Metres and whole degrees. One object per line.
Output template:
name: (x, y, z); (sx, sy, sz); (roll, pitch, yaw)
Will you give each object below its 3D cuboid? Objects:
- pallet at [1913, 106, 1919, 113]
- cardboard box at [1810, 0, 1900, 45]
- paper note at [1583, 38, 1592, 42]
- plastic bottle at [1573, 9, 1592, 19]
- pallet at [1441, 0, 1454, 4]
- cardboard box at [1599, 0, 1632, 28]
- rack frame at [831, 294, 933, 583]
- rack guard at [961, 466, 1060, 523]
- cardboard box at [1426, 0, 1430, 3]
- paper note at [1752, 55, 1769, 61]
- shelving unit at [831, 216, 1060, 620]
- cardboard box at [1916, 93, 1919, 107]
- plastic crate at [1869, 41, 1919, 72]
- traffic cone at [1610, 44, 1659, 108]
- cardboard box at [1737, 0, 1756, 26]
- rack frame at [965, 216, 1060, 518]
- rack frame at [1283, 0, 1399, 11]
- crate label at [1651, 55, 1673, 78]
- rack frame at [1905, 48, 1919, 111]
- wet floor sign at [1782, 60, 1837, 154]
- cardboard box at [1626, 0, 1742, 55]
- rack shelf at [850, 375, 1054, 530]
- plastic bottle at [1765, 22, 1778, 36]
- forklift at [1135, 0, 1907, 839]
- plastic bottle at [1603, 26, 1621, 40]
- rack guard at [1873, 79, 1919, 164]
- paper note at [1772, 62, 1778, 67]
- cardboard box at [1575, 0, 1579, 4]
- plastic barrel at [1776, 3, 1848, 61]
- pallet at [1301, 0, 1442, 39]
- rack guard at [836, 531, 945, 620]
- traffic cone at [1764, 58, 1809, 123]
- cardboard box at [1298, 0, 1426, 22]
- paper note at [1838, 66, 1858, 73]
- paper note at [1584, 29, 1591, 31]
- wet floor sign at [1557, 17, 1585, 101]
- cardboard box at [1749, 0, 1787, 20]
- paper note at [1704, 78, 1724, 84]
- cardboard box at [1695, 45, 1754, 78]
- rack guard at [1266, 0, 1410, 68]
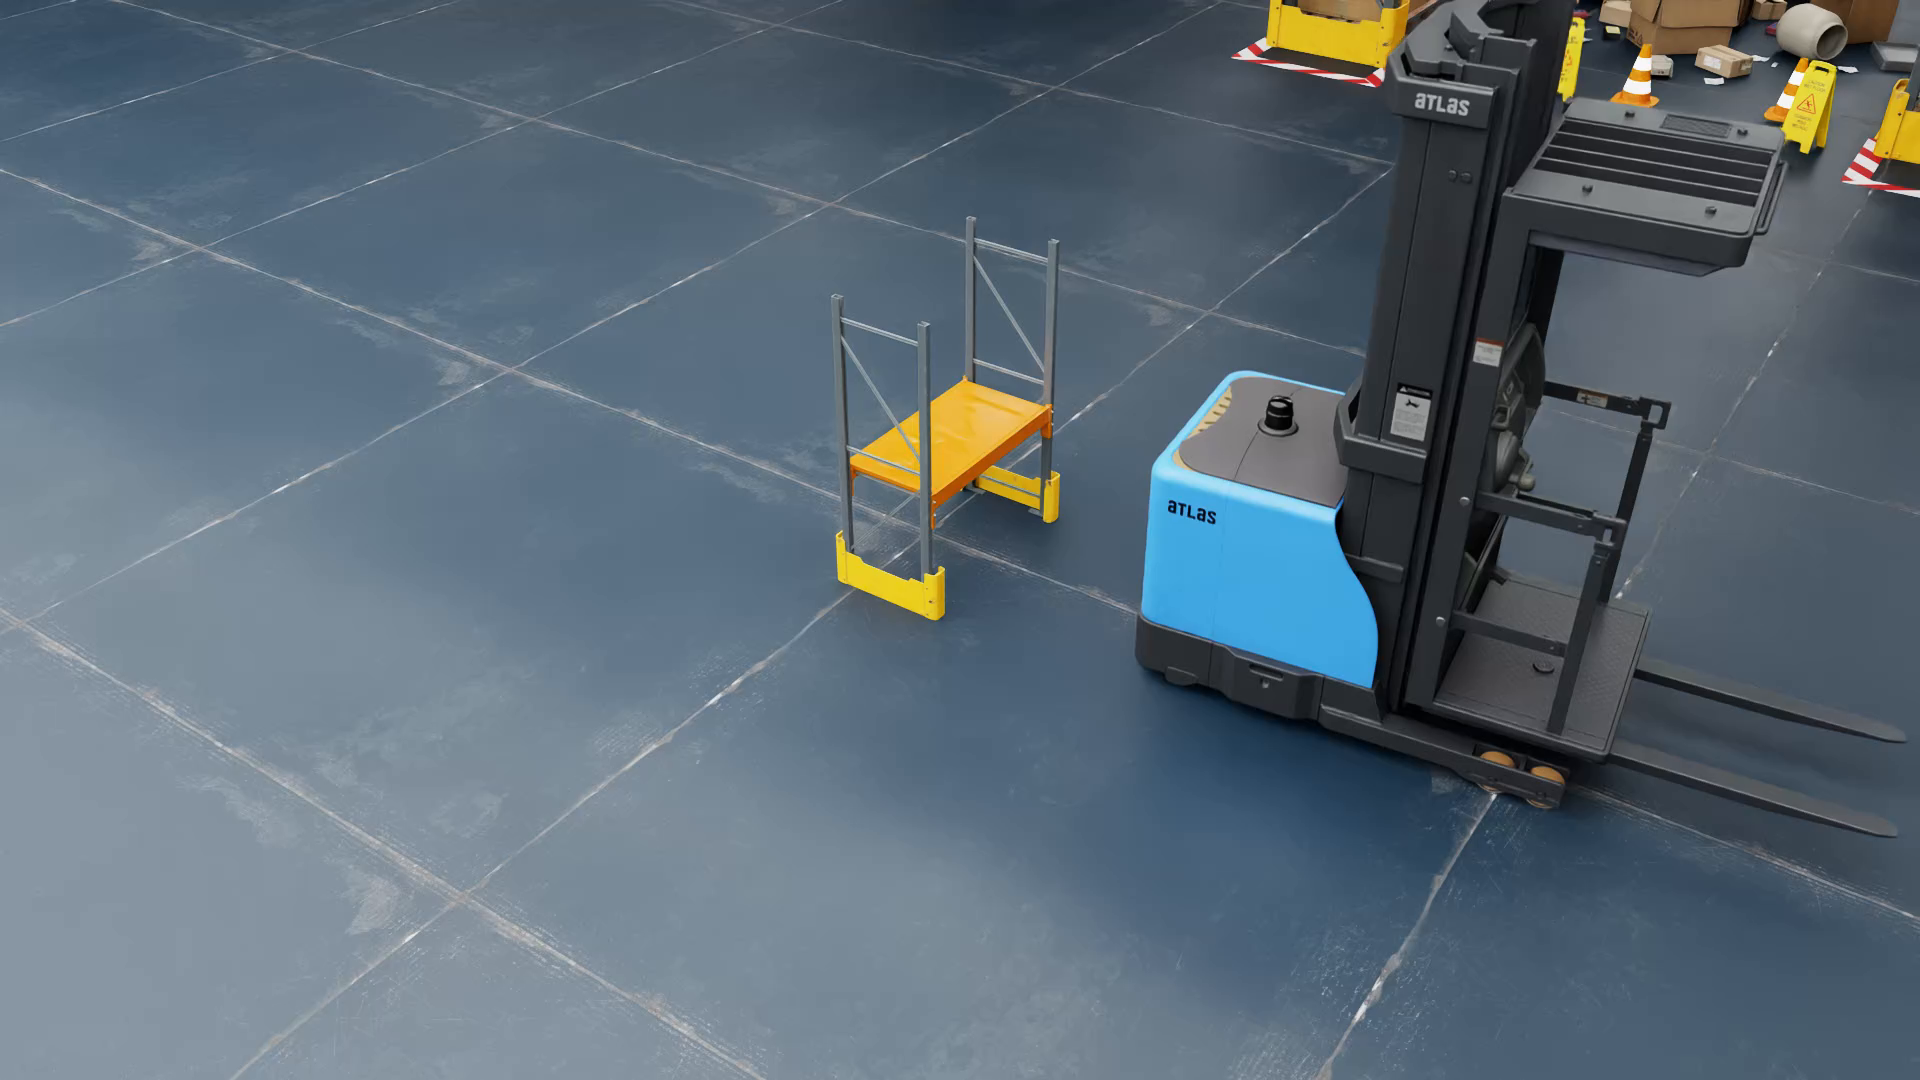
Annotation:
pallet: (7.942, -3.243, 12.857); (1.003, 0.211, 1.213); (21, 39, 28)
cardboard box: (7.958, -4.749, 14.823); (0.500, 0.500, 0.500); (-9, 35, -13)
paper note: (5.547, -4.465, 14.827); (0.142, 0.017, 0.144); (-22, 40, -29)
plastic bottle: (5.705, -4.876, 15.405); (0.283, 0.061, 0.133); (8, 35, 12)
pallet: (4.370, -5.332, 15.947); (1.003, 0.211, 1.213); (21, 39, 28)
cardboard box: (6.096, -4.864, 15.206); (0.396, 0.266, 0.258); (29, 44, 36)
rack frame: (-0.338, -0.348, 7.426); (0.500, 1.500, 0.032); (21, 39, 28)
rack guard: (0.240, -0.298, 8.467); (0.587, 0.250, 0.087); (21, 39, 28)
cardboard box: (4.114, -5.568, 15.328); (0.875, 0.875, 0.875); (21, 39, 27)
paper note: (6.918, -4.180, 14.414); (0.142, 0.019, 0.148); (-22, 40, -29)
shelving unit: (-0.043, -0.586, 7.778); (0.587, 1.500, 1.083); (21, 39, 28)
cardboard box: (7.660, -3.505, 12.834); (0.500, 0.250, 0.500); (21, 39, 28)
plastic crate: (8.118, -4.172, 14.347); (0.402, 0.080, 0.583); (8, 35, 12)
traffic cone: (5.486, -3.758, 13.394); (0.336, 0.463, 0.334); (21, 39, 28)
cardboard box: (6.854, -5.073, 15.181); (0.797, 0.637, 0.503); (21, 39, 28)
rack frame: (0.241, -0.816, 8.118); (0.500, 1.500, 0.032); (21, 39, 28)
rack frame: (3.282, -5.535, 13.758); (1.000, 3.000, 0.127); (21, 39, 28)
crate label: (5.883, -4.005, 14.049); (0.250, 0.136, 0.298); (3, 34, 4)
rack frame: (7.406, -4.001, 11.488); (1.000, 3.000, 0.127); (21, 39, 28)
wet floor sign: (6.419, -3.280, 12.524); (0.232, 0.644, 0.267); (-22, 40, -29)
cardboard box: (6.328, -4.584, 14.579); (0.797, 0.503, 0.637); (-3, 34, -4)
rack shelf: (-0.049, -0.433, 7.873); (0.538, 0.185, 1.000); (21, 39, 28)
plastic bottle: (7.410, -4.629, 15.041); (0.133, 0.061, 0.283); (29, 44, 36)
forklift: (2.320, -0.481, 6.345); (3.031, 2.935, 1.130); (17, 37, 23)
plastic bottle: (5.857, -4.568, 14.950); (0.133, 0.061, 0.283); (8, 35, 12)
rack guard: (7.450, -3.000, 12.240); (1.175, 0.500, 0.348); (21, 39, 28)
paper note: (6.995, -4.081, 14.276); (0.032, 0.001, 0.123); (21, 39, 28)
cardboard box: (5.521, -5.300, 15.638); (0.500, 0.500, 0.500); (29, 44, 36)
plastic barrel: (7.340, -4.368, 14.331); (0.421, 0.421, 0.512); (-9, 35, -13)
pallet: (3.674, -4.773, 15.120); (1.003, 0.211, 1.213); (21, 39, 28)
rack guard: (-0.327, 0.161, 7.789); (0.587, 0.250, 0.087); (21, 39, 28)
traffic cone: (6.592, -3.560, 13.101); (0.336, 0.463, 0.334); (21, 39, 28)
cardboard box: (3.614, -5.162, 14.728); (0.875, 0.875, 0.875); (21, 40, 28)
paper note: (7.563, -4.013, 14.156); (0.142, 0.019, 0.148); (8, 35, 12)
paper note: (5.663, -4.627, 15.083); (0.123, 0.001, 0.032); (-15, 37, -21)
wet floor sign: (4.892, -3.914, 13.462); (0.267, 0.644, 0.232); (14, 37, 20)
cardboard box: (7.459, -5.020, 15.436); (0.258, 0.266, 0.396); (-3, 34, -4)
paper note: (6.310, -3.842, 13.904); (0.148, 0.019, 0.142); (8, 35, 12)
cardboard box: (6.494, -4.068, 14.133); (0.250, 0.149, 0.380); (-15, 37, -21)
rack guard: (3.268, -4.489, 14.441); (1.175, 0.500, 0.348); (21, 39, 28)
